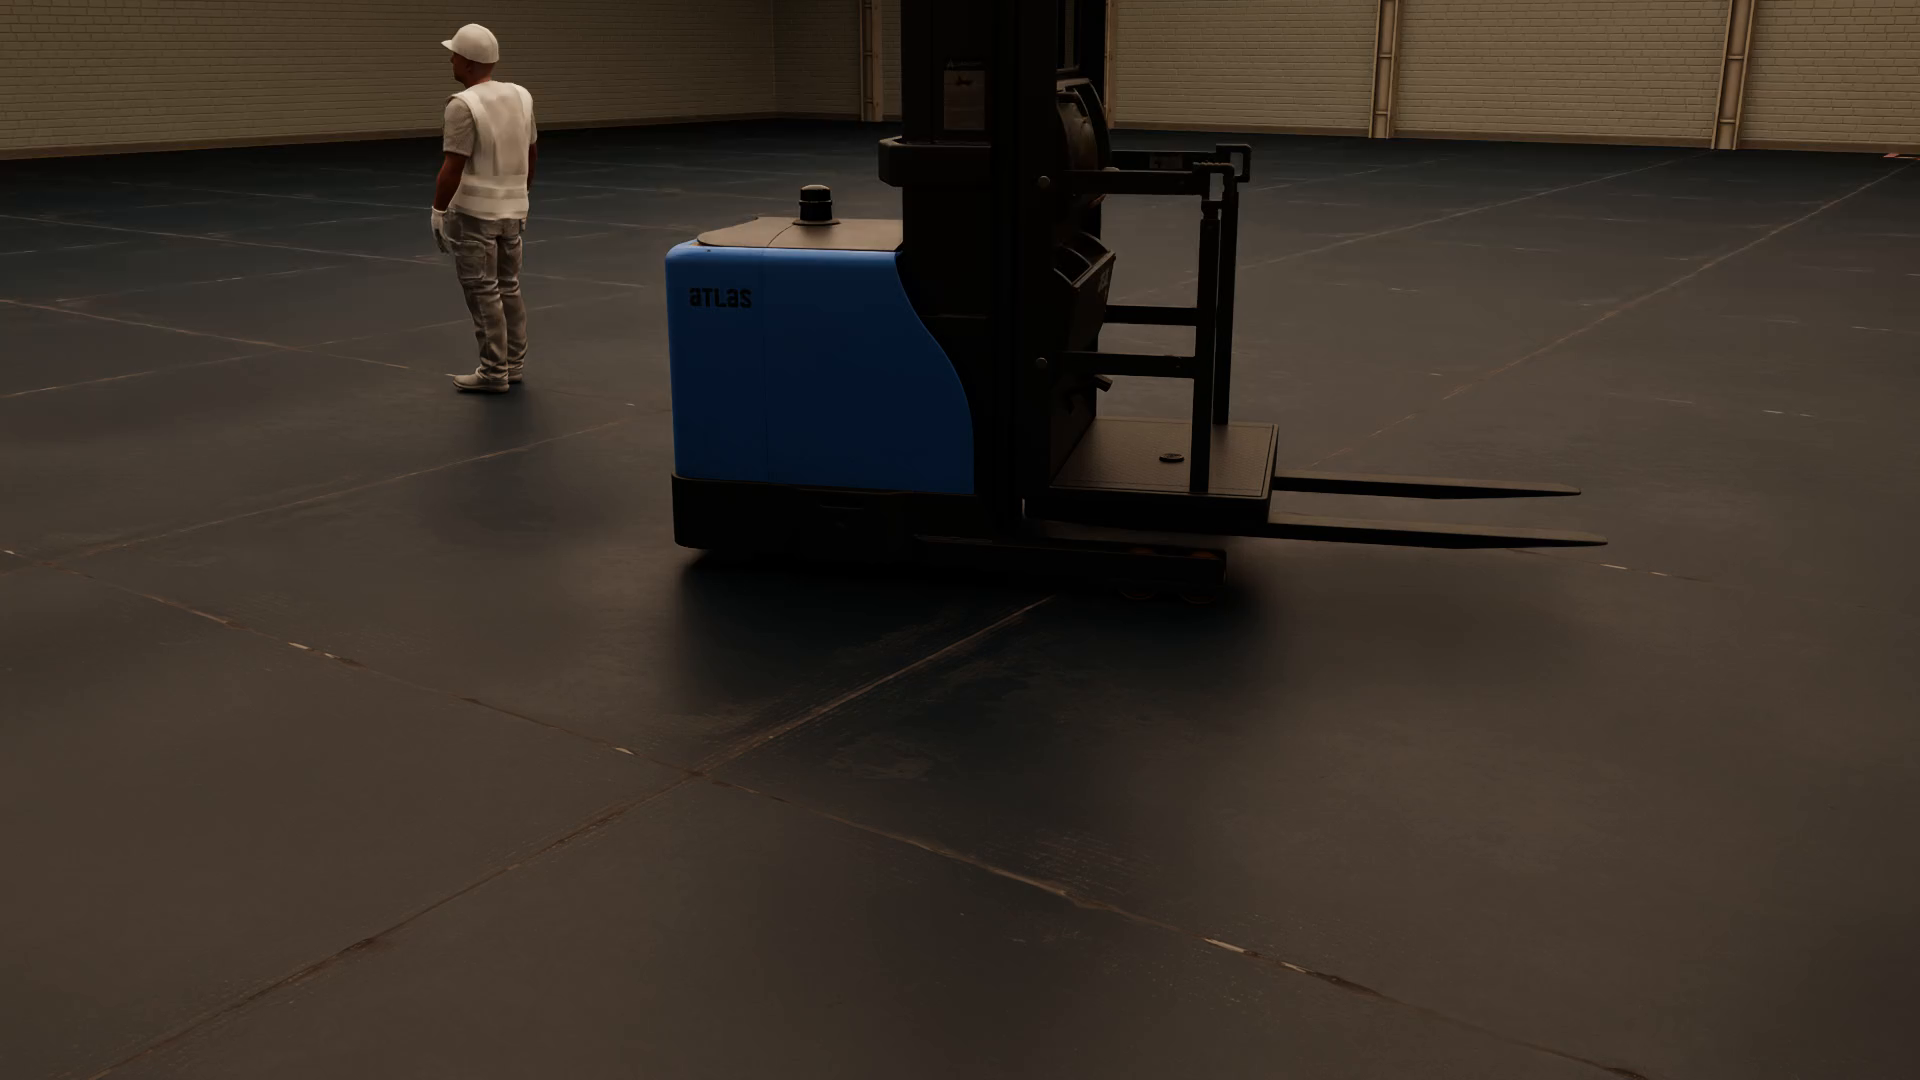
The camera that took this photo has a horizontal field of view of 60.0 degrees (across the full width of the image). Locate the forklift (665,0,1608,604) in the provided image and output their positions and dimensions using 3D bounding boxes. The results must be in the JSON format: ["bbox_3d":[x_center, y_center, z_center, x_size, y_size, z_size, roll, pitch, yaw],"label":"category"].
[{"bbox_3d":[0.595,-1.367,5.404,3.031,2.935,1.130,4,17,12],"label":"forklift"}]

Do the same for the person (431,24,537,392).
[{"bbox_3d":[-2.411,-1.629,8.260,0.575,1.785,0.656,8,18,25],"label":"person"}]
